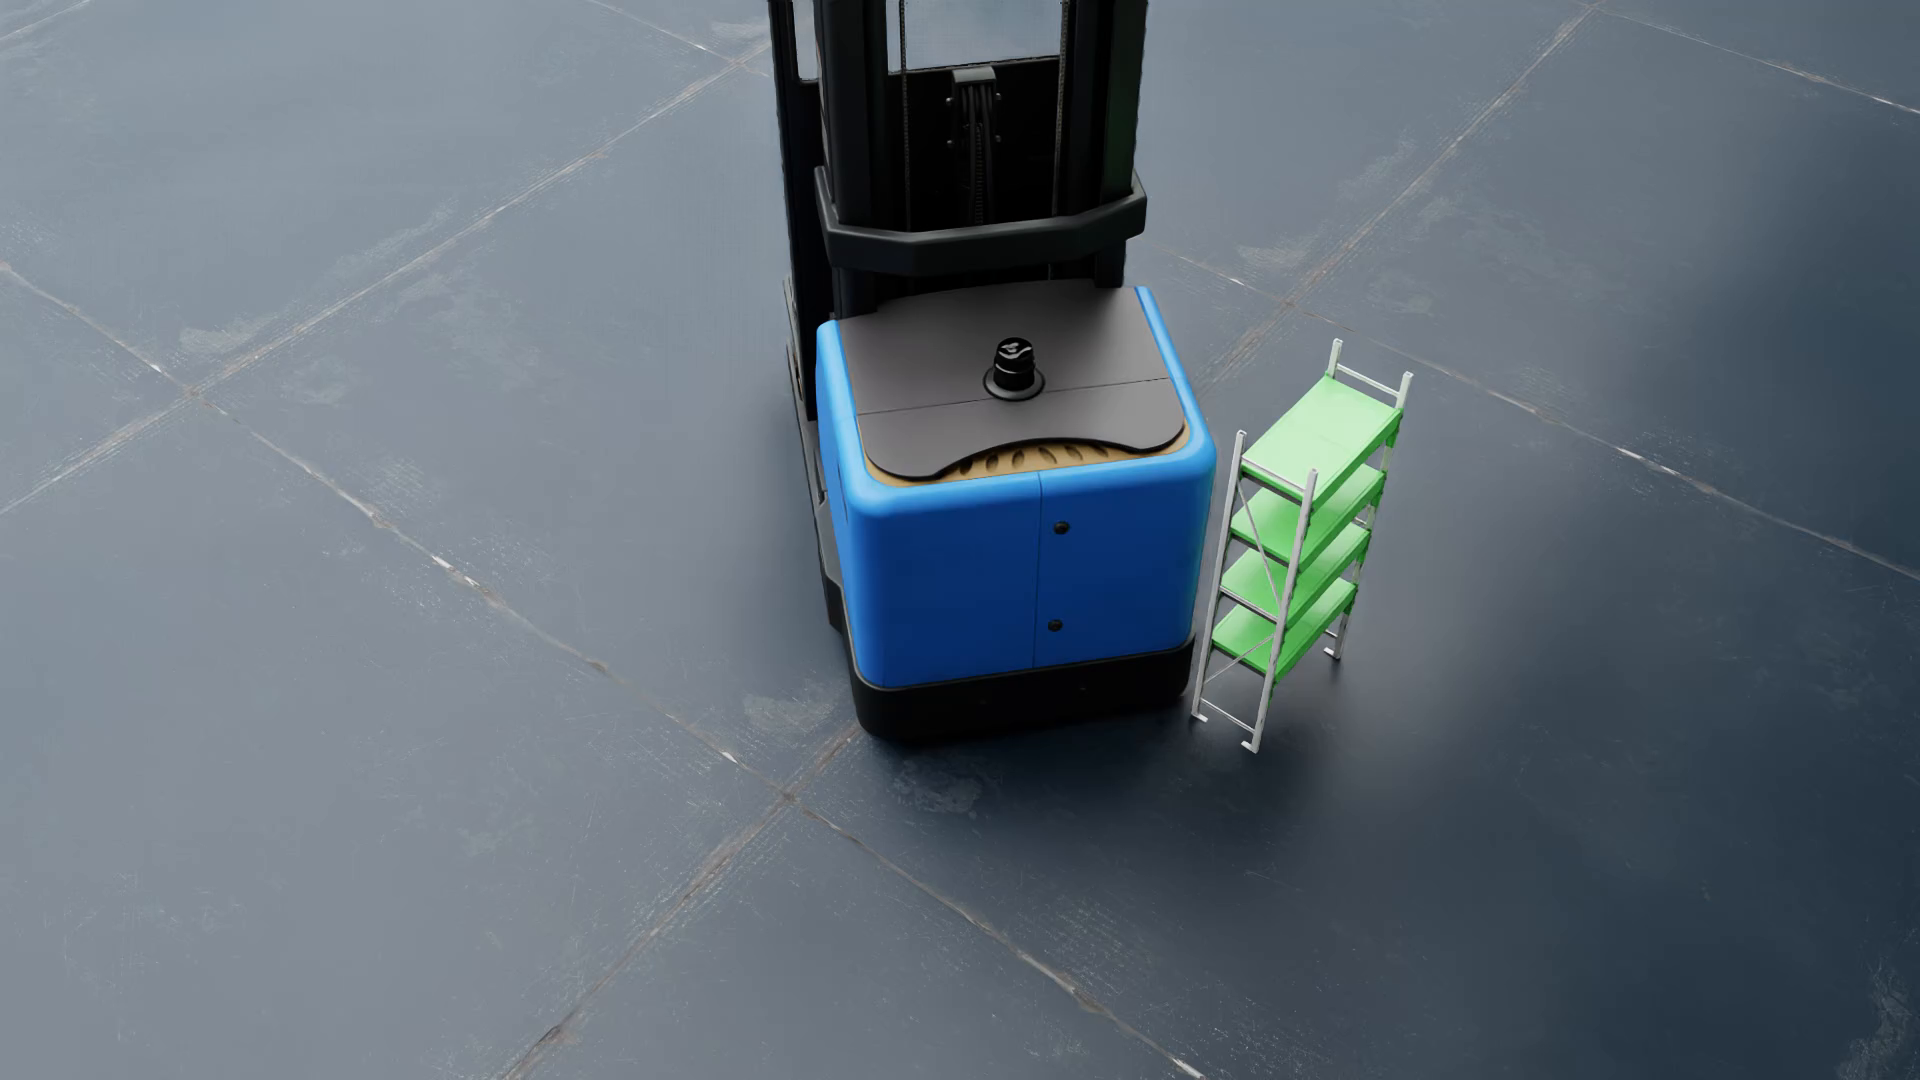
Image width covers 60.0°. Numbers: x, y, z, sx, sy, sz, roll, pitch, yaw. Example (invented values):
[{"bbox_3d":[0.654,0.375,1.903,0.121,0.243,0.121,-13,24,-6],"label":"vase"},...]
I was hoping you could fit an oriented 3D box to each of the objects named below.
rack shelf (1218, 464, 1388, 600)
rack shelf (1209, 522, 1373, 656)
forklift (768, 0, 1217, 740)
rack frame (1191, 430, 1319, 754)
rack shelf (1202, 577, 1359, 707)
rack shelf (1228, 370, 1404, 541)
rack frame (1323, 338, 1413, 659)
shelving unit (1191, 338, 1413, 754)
[{"bbox_3d":[0.979,-0.073,4.746,0.258,0.148,0.480,31,54,26],"label":"rack shelf"},{"bbox_3d":[0.979,0.093,4.920,0.258,0.148,0.480,31,54,26],"label":"rack shelf"},{"bbox_3d":[-0.044,-1.485,5.141,1.130,2.935,3.031,-7,47,-7],"label":"forklift"},{"bbox_3d":[0.823,0.184,4.744,0.240,1.200,0.015,31,54,26],"label":"rack frame"},{"bbox_3d":[0.979,0.258,5.094,0.258,0.148,0.480,31,54,26],"label":"rack shelf"},{"bbox_3d":[0.979,-0.239,4.573,0.258,0.148,0.480,31,54,26],"label":"rack shelf"},{"bbox_3d":[1.135,-0.087,5.004,0.240,1.200,0.015,31,54,26],"label":"rack frame"},{"bbox_3d":[0.979,0.049,4.874,0.258,1.200,0.503,31,54,26],"label":"shelving unit"}]
